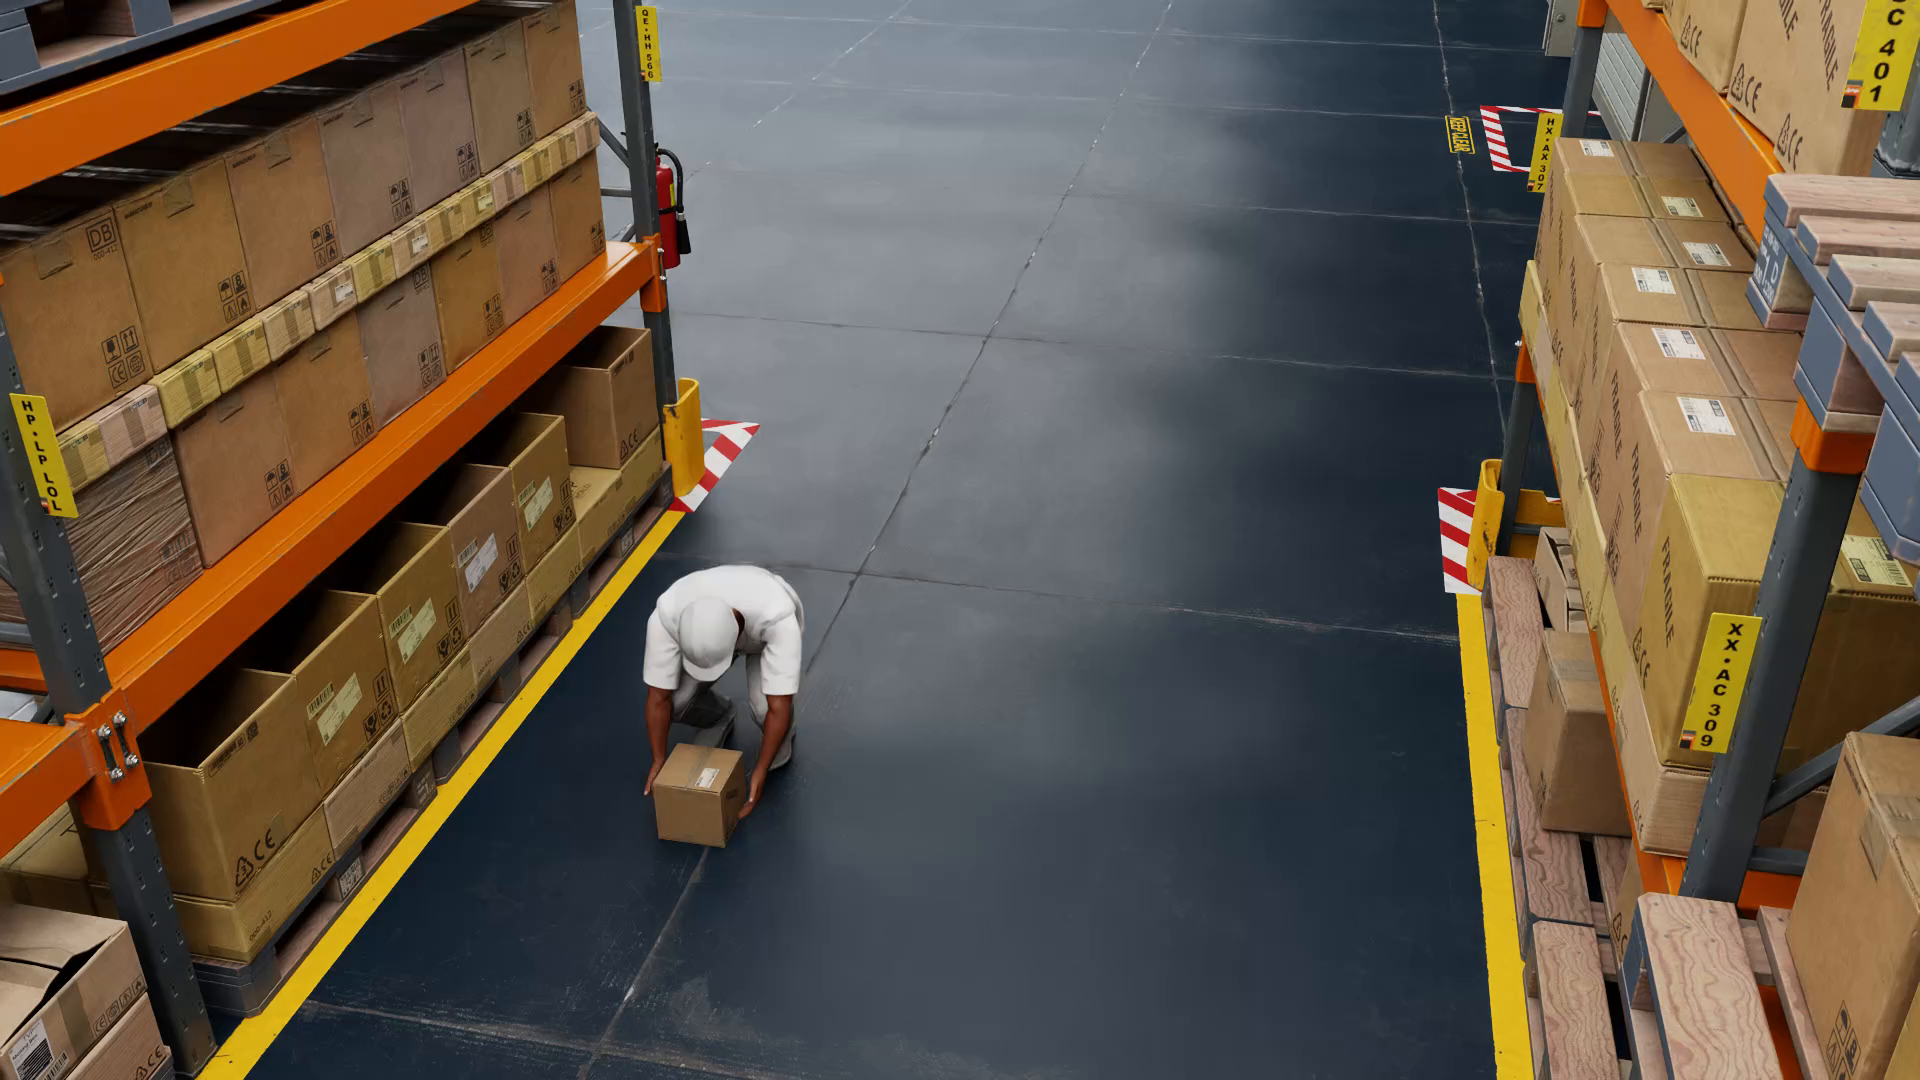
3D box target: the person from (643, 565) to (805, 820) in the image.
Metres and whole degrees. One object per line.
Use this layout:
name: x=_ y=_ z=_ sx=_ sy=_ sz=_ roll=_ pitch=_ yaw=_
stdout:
person: x=-0.822 y=0.459 z=6.126 sx=0.572 sy=0.941 sz=0.897 roll=6 pitch=29 yaw=11
